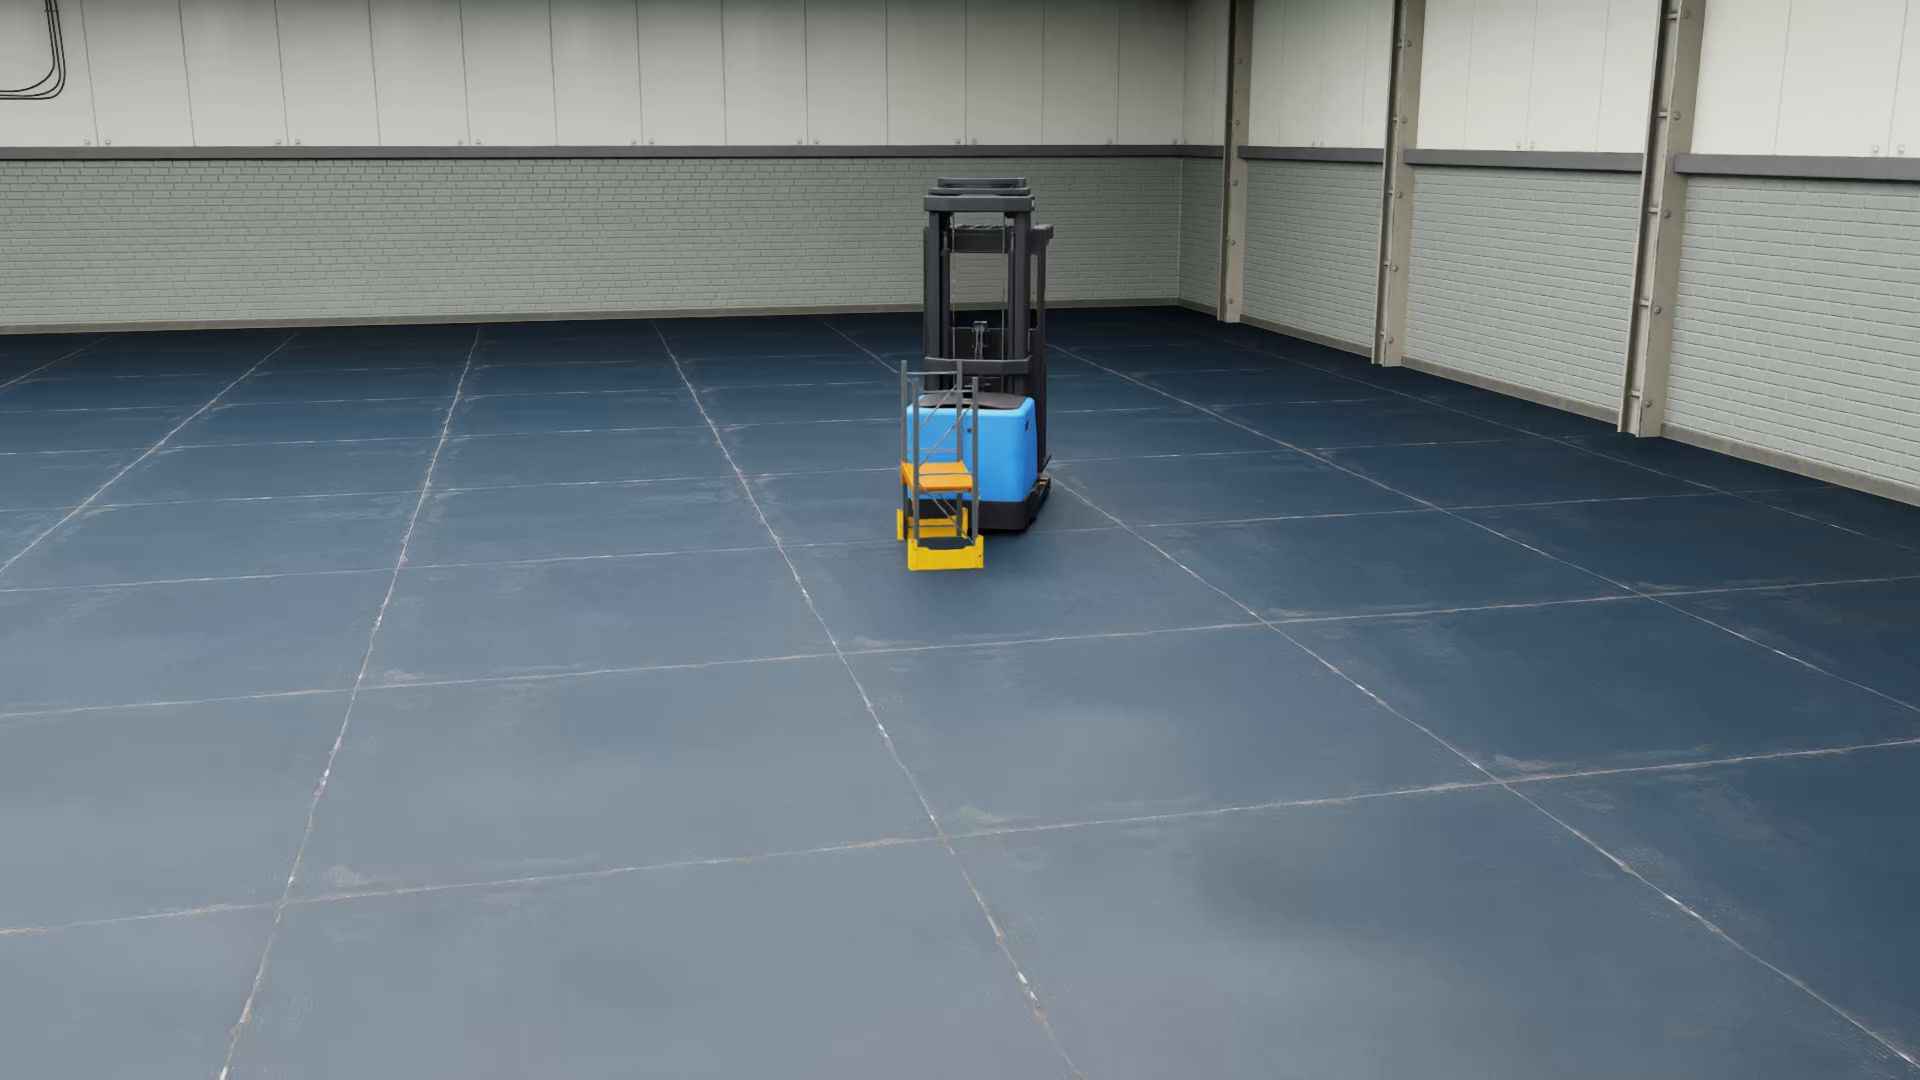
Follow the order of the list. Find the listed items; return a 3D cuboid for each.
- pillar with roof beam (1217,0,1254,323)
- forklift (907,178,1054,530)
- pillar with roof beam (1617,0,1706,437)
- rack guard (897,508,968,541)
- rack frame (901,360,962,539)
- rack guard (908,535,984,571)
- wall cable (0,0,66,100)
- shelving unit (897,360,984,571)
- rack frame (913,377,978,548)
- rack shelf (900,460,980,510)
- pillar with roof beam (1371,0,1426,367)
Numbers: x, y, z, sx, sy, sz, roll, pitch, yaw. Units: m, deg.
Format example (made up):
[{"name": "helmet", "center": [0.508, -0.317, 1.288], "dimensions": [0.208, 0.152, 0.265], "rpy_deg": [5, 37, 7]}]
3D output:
[{"name": "pillar with roof beam", "center": [0.705, -8.104, 28.139], "dimensions": [9.100, 9.000, 0.400], "rpy_deg": [-3, 14, -13]}, {"name": "forklift", "center": [0.256, -1.810, 15.160], "dimensions": [1.130, 2.935, 3.031], "rpy_deg": [2, 14, 9]}, {"name": "pillar with roof beam", "center": [3.523, -5.336, 16.808], "dimensions": [9.100, 9.000, 0.400], "rpy_deg": [-3, 14, -13]}, {"name": "rack guard", "center": [-0.230, -0.133, 13.944], "dimensions": [0.587, 0.250, 0.087], "rpy_deg": [-2, 14, -7]}, {"name": "rack frame", "center": [-0.232, -0.745, 13.815], "dimensions": [0.500, 1.500, 0.032], "rpy_deg": [-2, 14, -7]}, {"name": "rack guard", "center": [-0.110, 0.102, 12.984], "dimensions": [0.587, 0.250, 0.087], "rpy_deg": [-2, 14, -7]}, {"name": "wall cable", "center": [-15.904, -9.519, 26.765], "dimensions": [2.305, 6.003, 0.169], "rpy_deg": [-3, 14, -13]}, {"name": "shelving unit", "center": [-0.170, -0.623, 13.316], "dimensions": [0.587, 1.500, 1.083], "rpy_deg": [-2, 14, -7]}, {"name": "rack frame", "center": [-0.110, -0.505, 12.834], "dimensions": [0.500, 1.500, 0.032], "rpy_deg": [-2, 14, -7]}, {"name": "rack shelf", "center": [-0.171, -0.450, 13.367], "dimensions": [0.538, 0.185, 1.000], "rpy_deg": [-2, 14, -7]}, {"name": "pillar with roof beam", "center": [2.114, -6.720, 22.473], "dimensions": [9.100, 9.000, 0.400], "rpy_deg": [-3, 14, -13]}]
